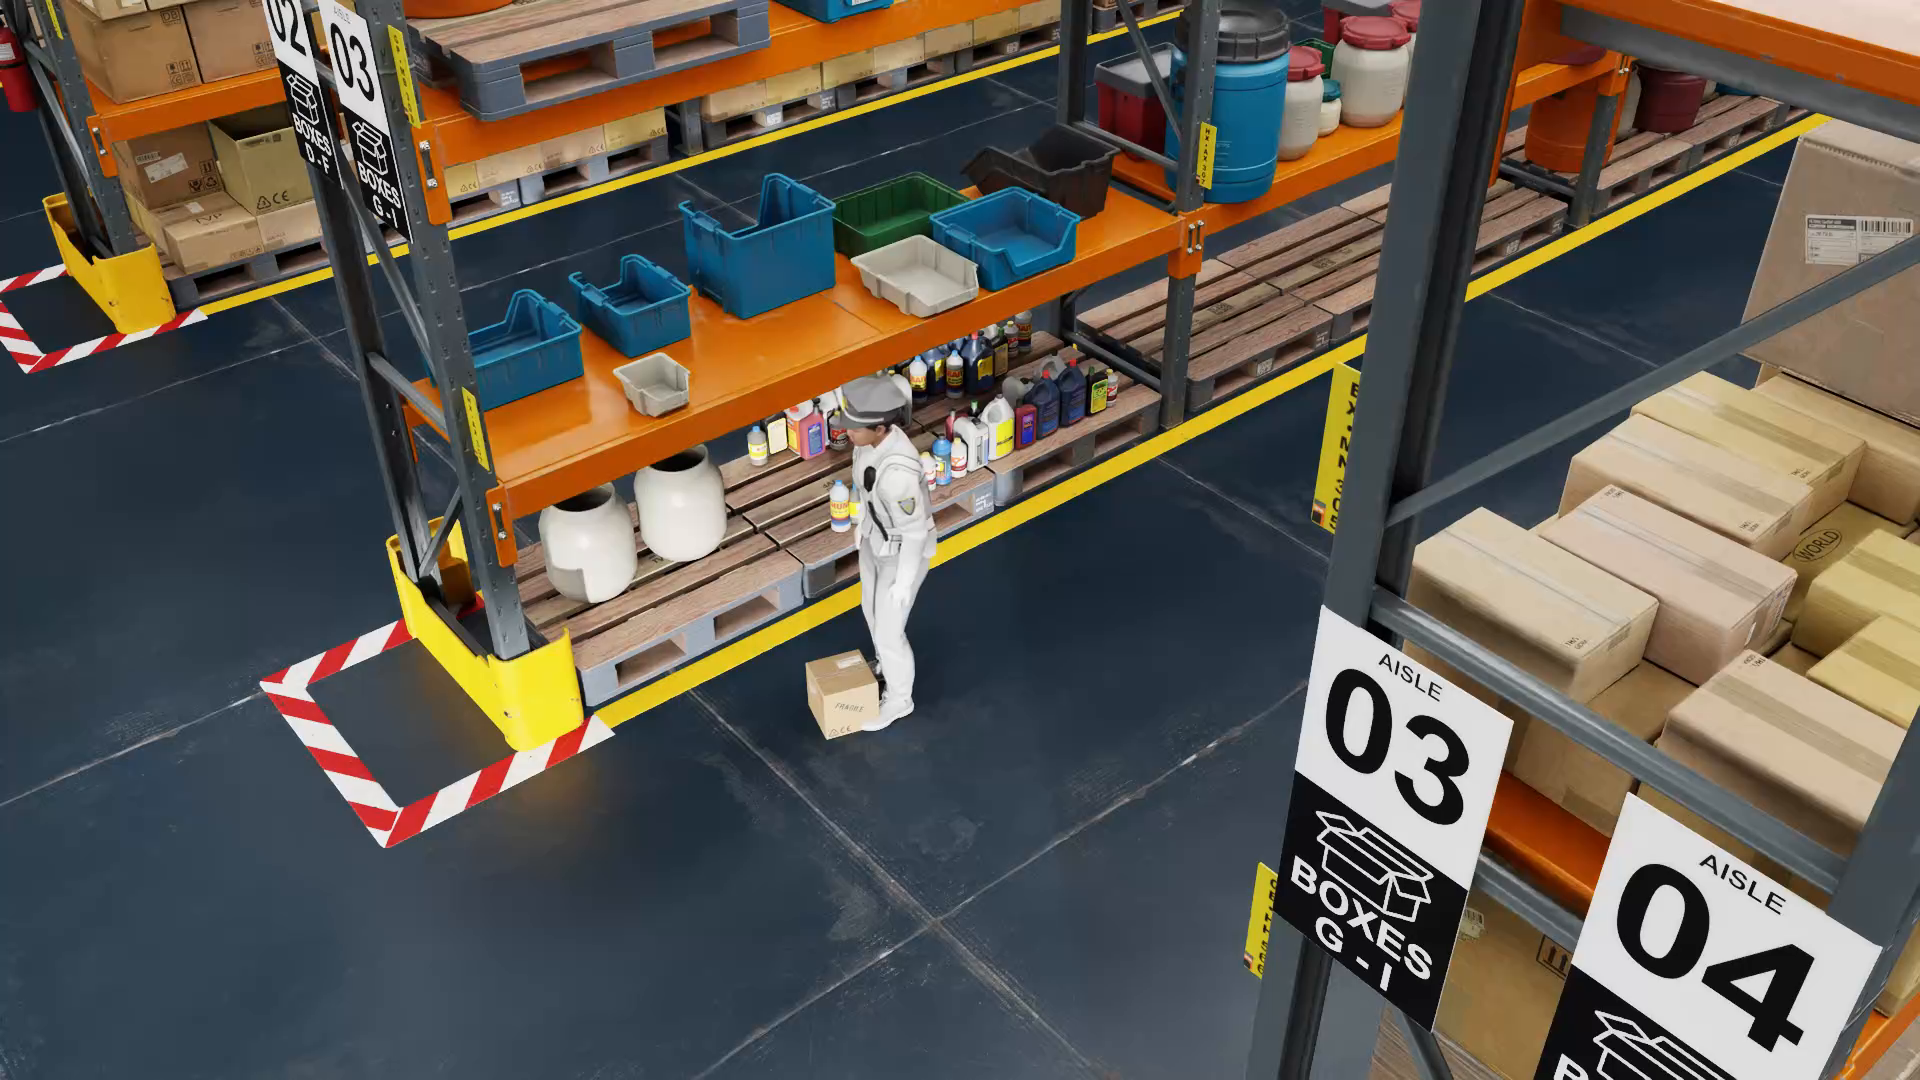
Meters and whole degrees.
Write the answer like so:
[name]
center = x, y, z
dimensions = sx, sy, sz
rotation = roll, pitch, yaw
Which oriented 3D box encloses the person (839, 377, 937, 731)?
[person]
center = -0.313, 0.059, 6.993
dimensions = 0.404, 1.663, 0.535
rotation = -13, 38, -18
